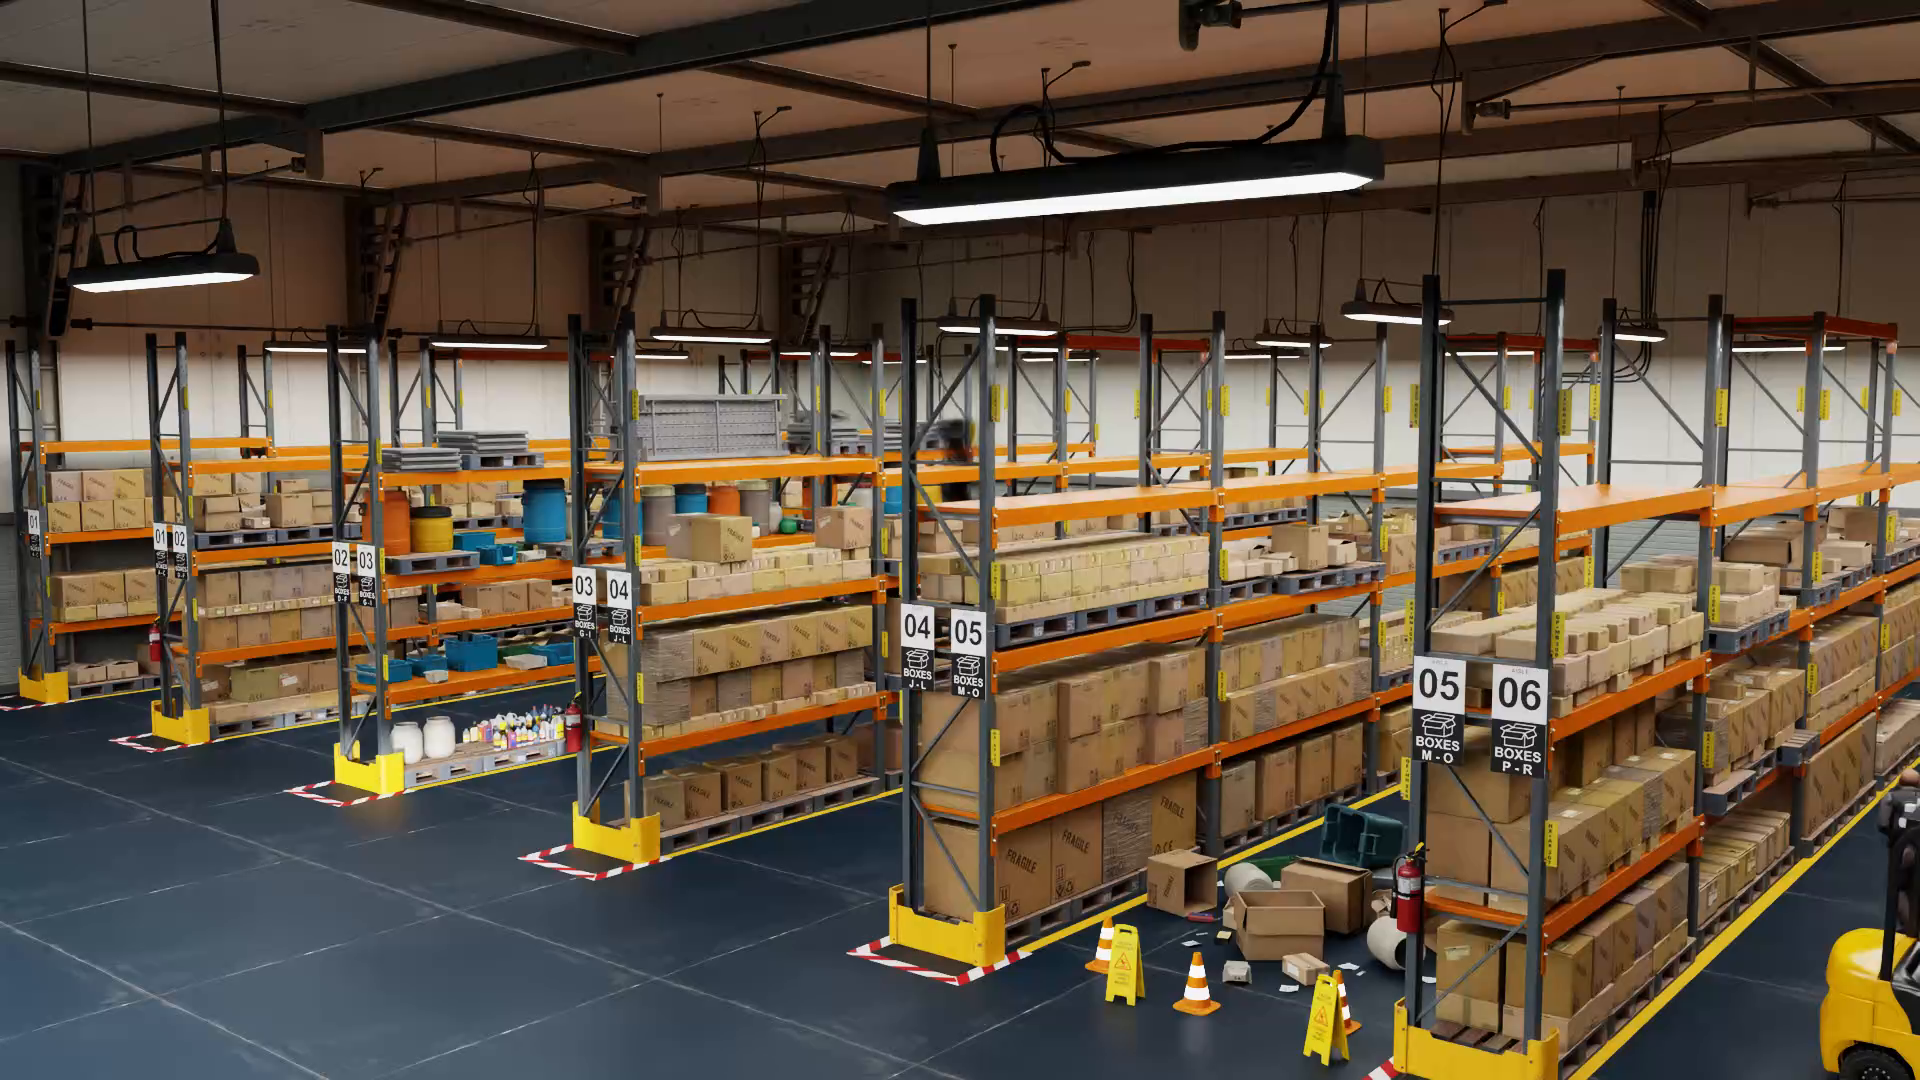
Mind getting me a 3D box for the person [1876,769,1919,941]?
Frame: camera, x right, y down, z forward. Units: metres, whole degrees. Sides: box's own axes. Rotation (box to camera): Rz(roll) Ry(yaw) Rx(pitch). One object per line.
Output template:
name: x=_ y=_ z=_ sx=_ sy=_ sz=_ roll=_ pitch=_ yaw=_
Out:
person: x=9.076 y=2.990 z=15.769 sx=0.687 sy=1.536 sz=0.814 roll=2 pitch=6 yaw=21
